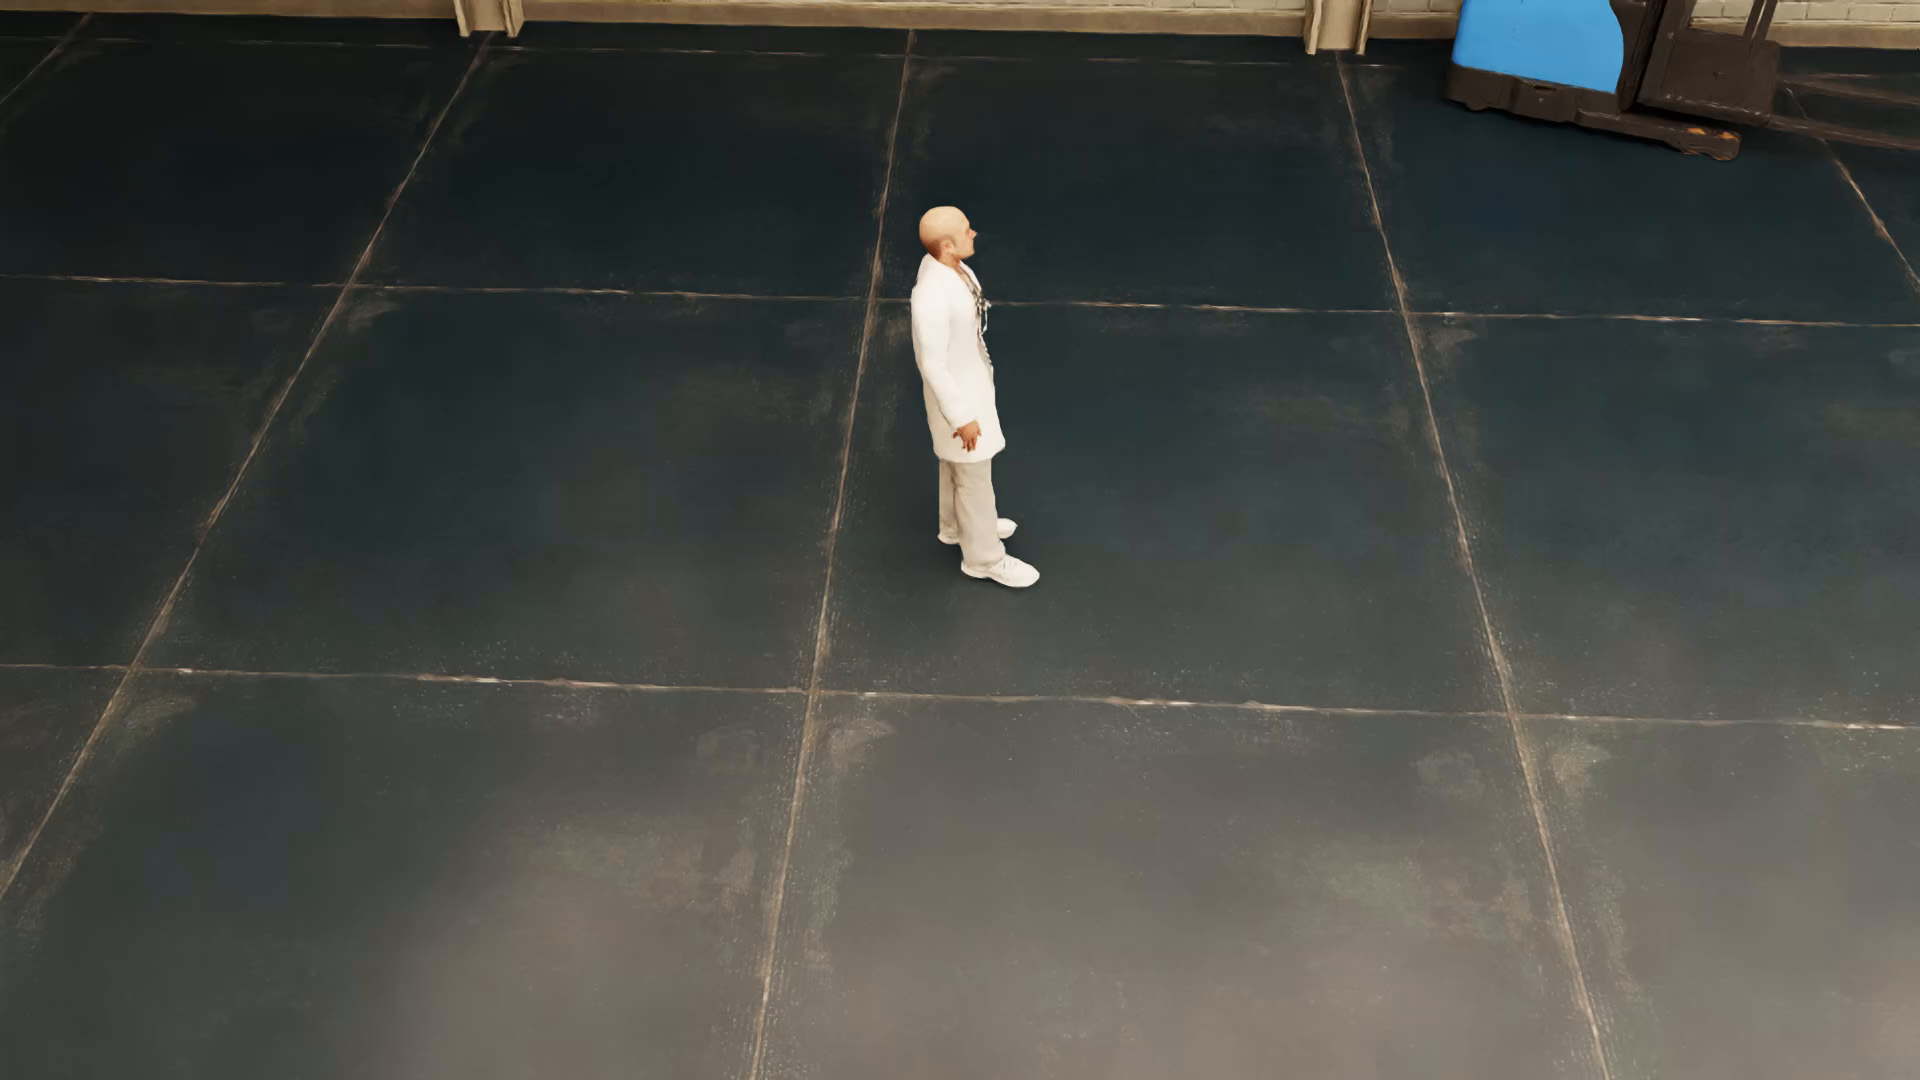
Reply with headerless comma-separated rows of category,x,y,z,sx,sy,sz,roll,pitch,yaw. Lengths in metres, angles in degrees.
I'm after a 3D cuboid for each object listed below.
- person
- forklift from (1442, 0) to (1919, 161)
person,0.091,-0.656,7.305,0.579,1.776,0.694,2,42,2
forklift,4.775,-3.895,10.009,3.031,2.935,1.130,16,45,16
